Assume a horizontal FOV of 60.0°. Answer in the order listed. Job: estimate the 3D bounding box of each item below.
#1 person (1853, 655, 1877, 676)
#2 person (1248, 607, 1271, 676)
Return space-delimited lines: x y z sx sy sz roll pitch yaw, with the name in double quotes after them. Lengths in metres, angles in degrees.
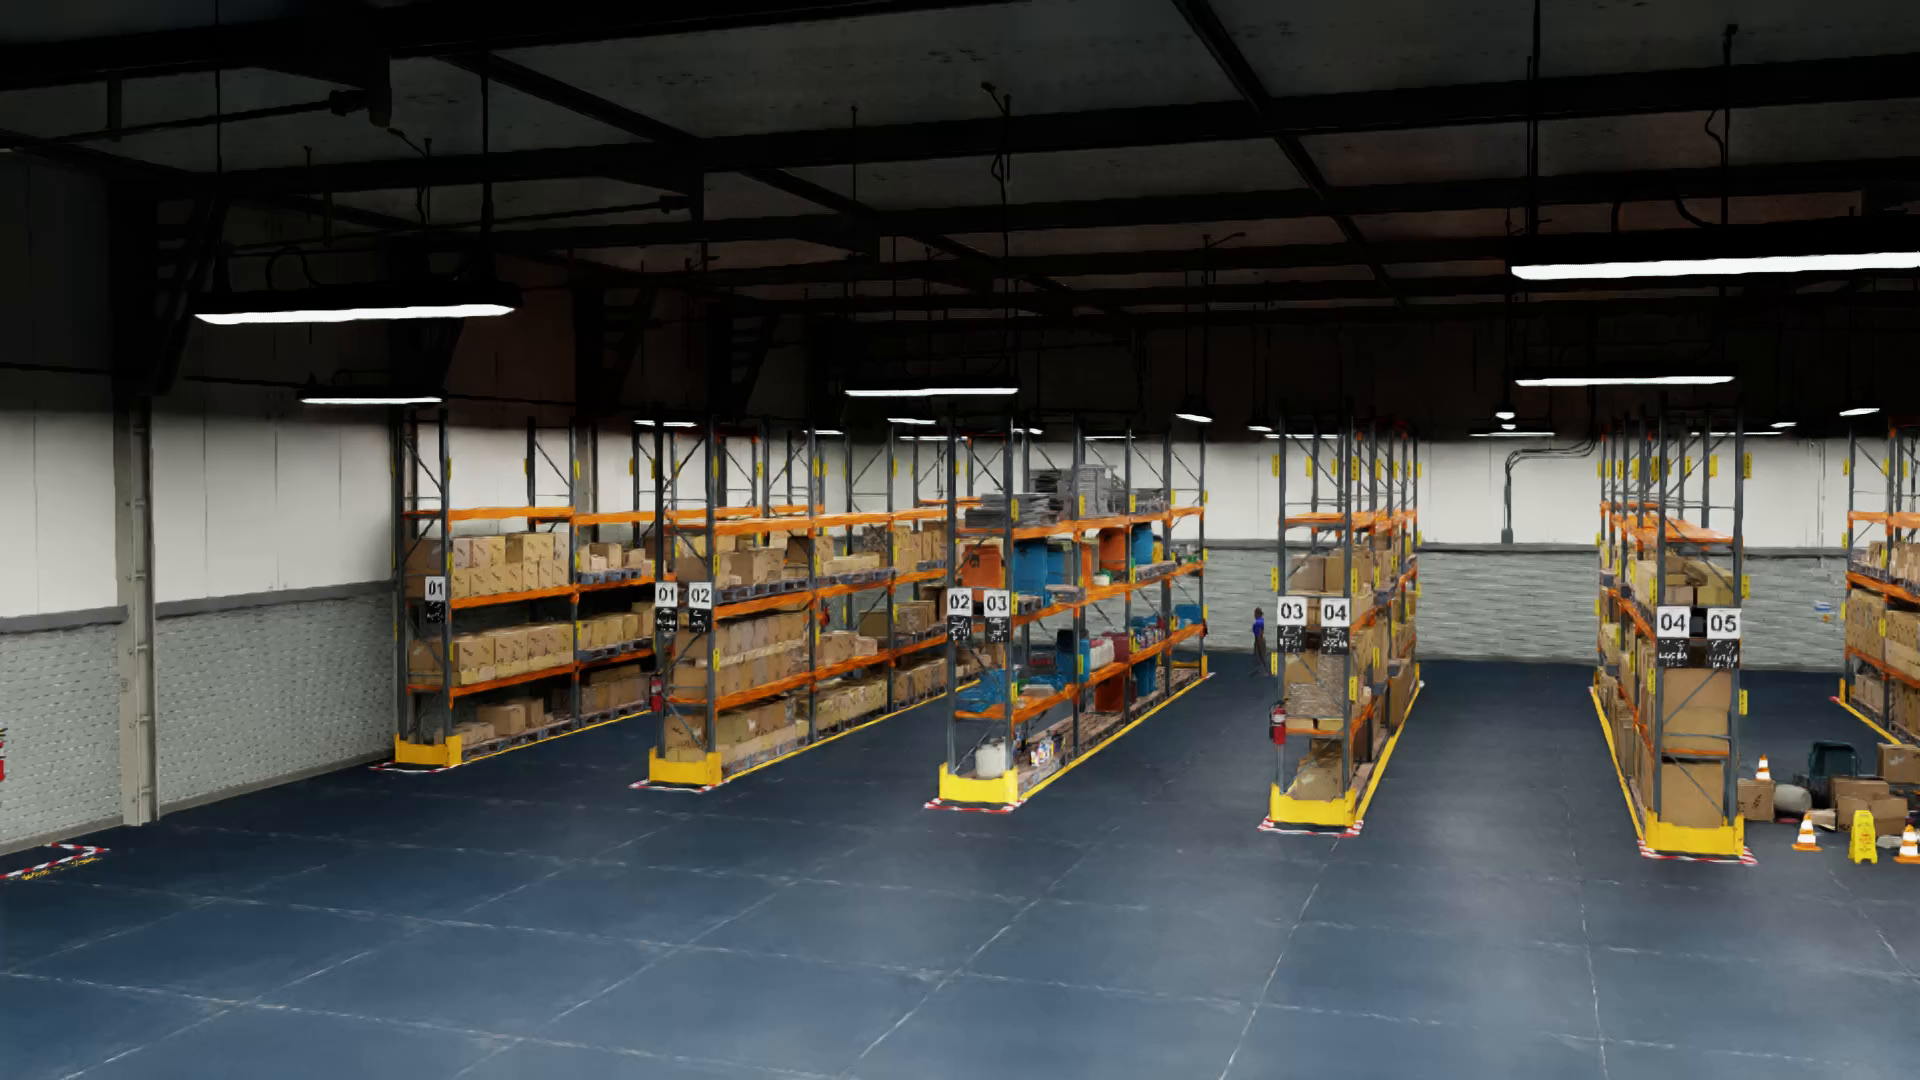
19.895 2.562 36.493 0.571 1.768 0.578 -1 3 -16 "person"
7.266 2.458 40.268 0.529 1.642 0.589 0 2 3 "person"
